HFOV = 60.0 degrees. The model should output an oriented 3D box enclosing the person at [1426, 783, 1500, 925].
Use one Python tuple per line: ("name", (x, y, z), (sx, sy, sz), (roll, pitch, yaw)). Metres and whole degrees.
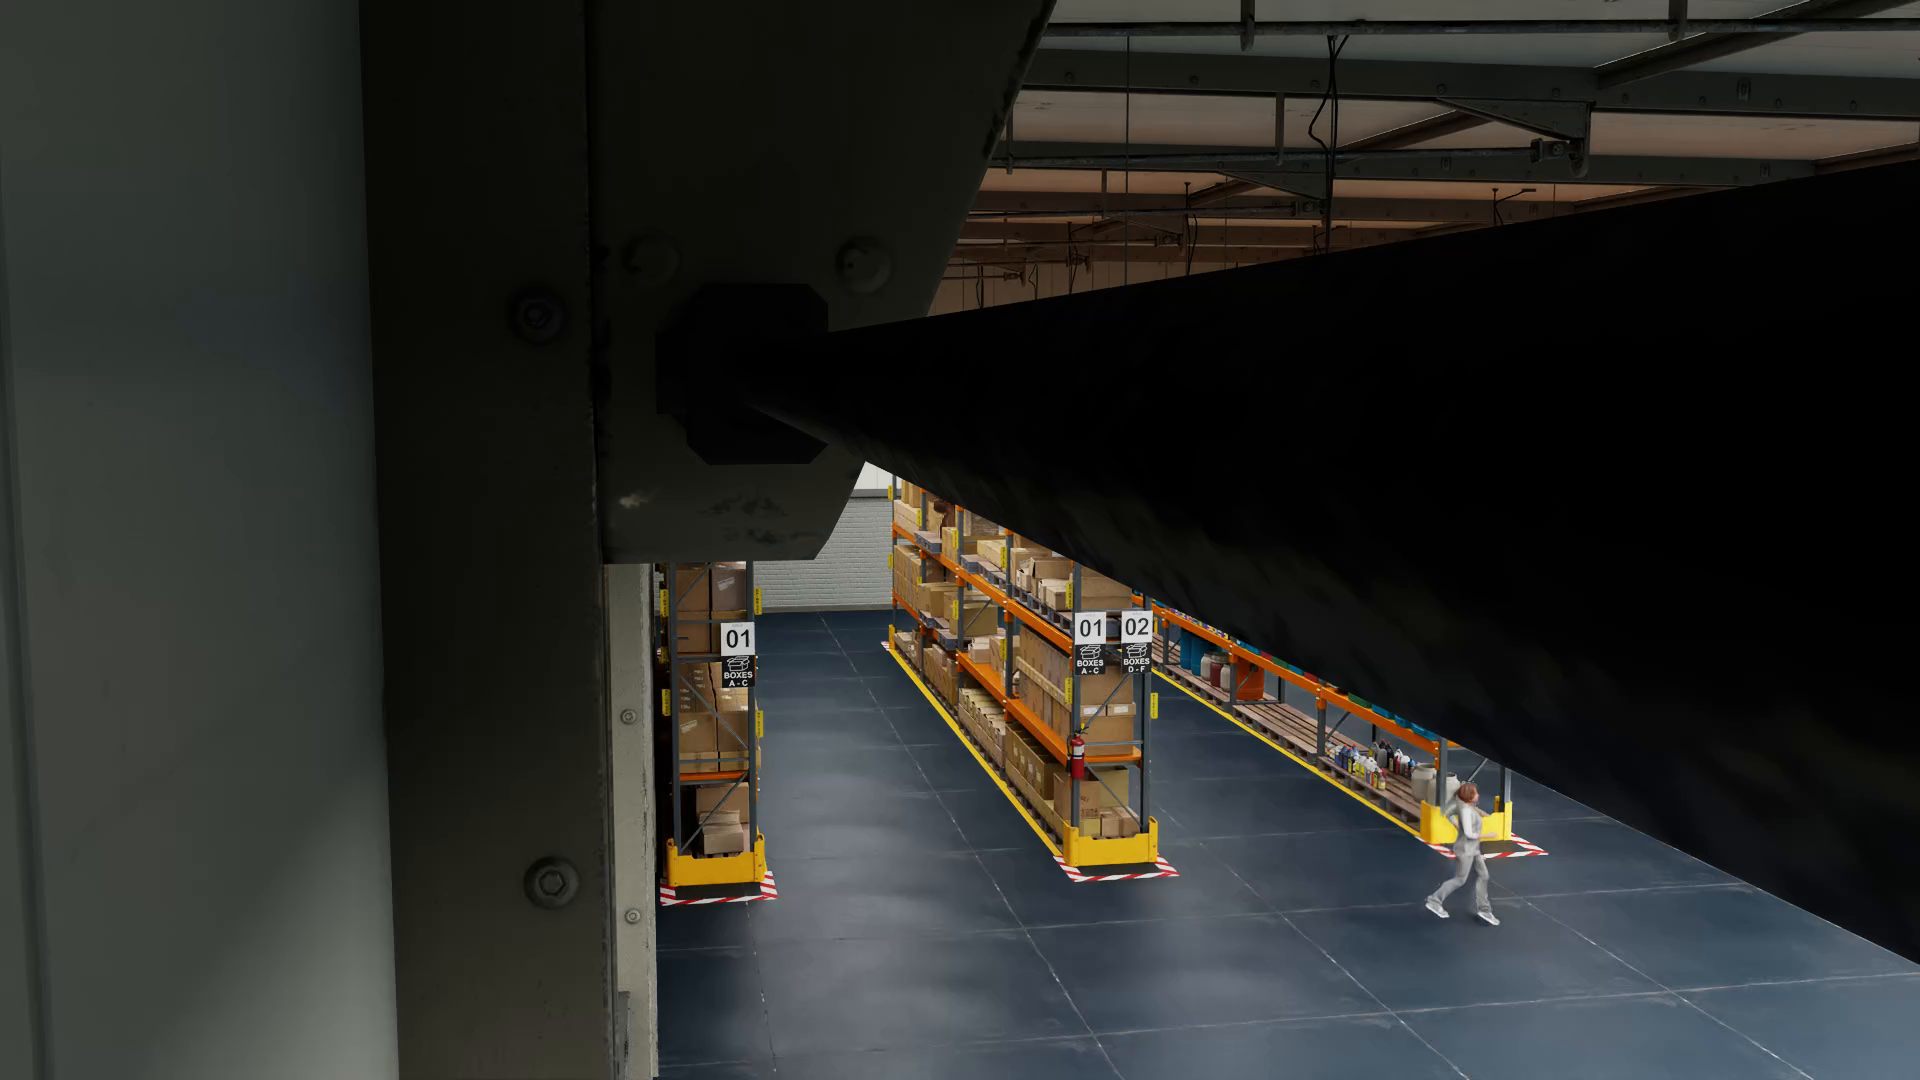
("person", (5.674, 3.523, 18.690), (0.806, 1.625, 0.545), (2, 6, 18))
